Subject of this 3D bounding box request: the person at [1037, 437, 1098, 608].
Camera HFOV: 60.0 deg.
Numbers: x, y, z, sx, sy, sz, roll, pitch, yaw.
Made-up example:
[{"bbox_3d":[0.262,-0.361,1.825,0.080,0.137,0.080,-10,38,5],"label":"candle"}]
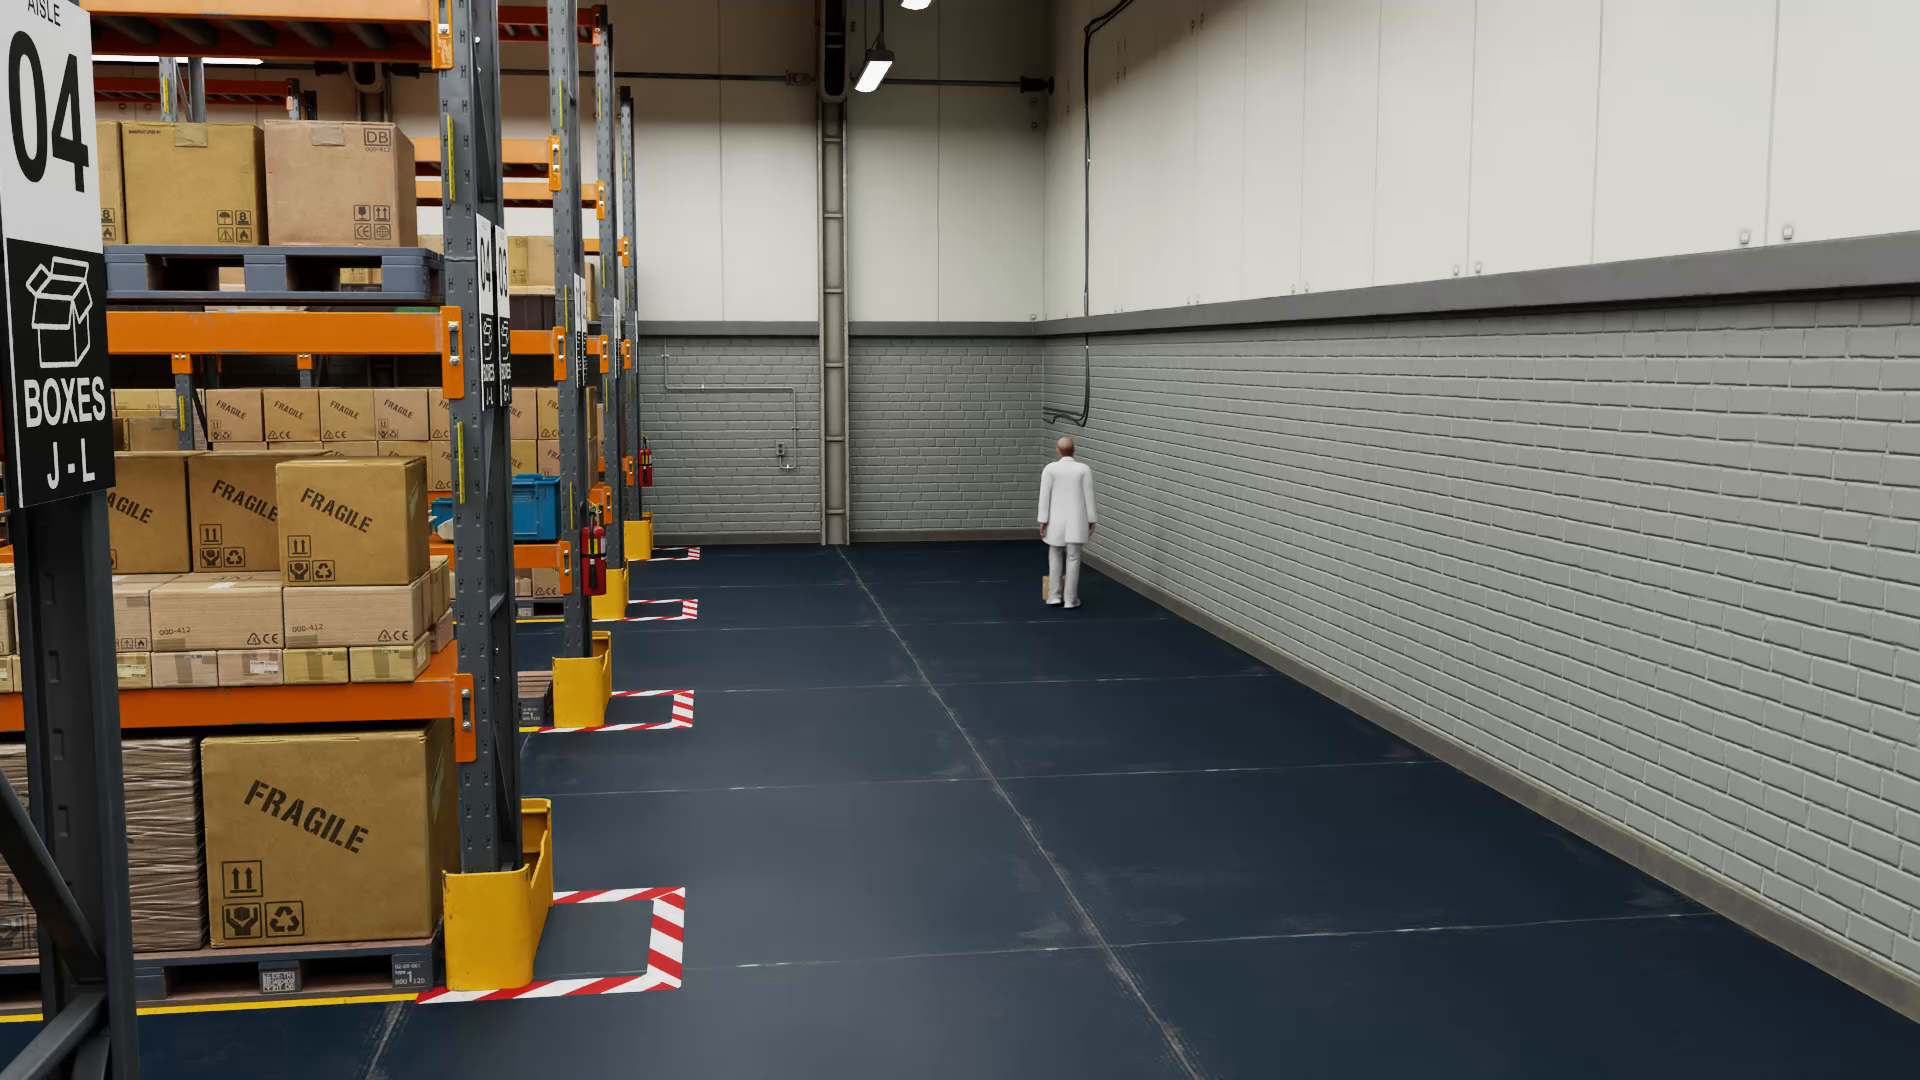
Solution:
[{"bbox_3d":[1.137,-0.190,17.437,0.625,1.790,0.623,1,6,7],"label":"person"}]
